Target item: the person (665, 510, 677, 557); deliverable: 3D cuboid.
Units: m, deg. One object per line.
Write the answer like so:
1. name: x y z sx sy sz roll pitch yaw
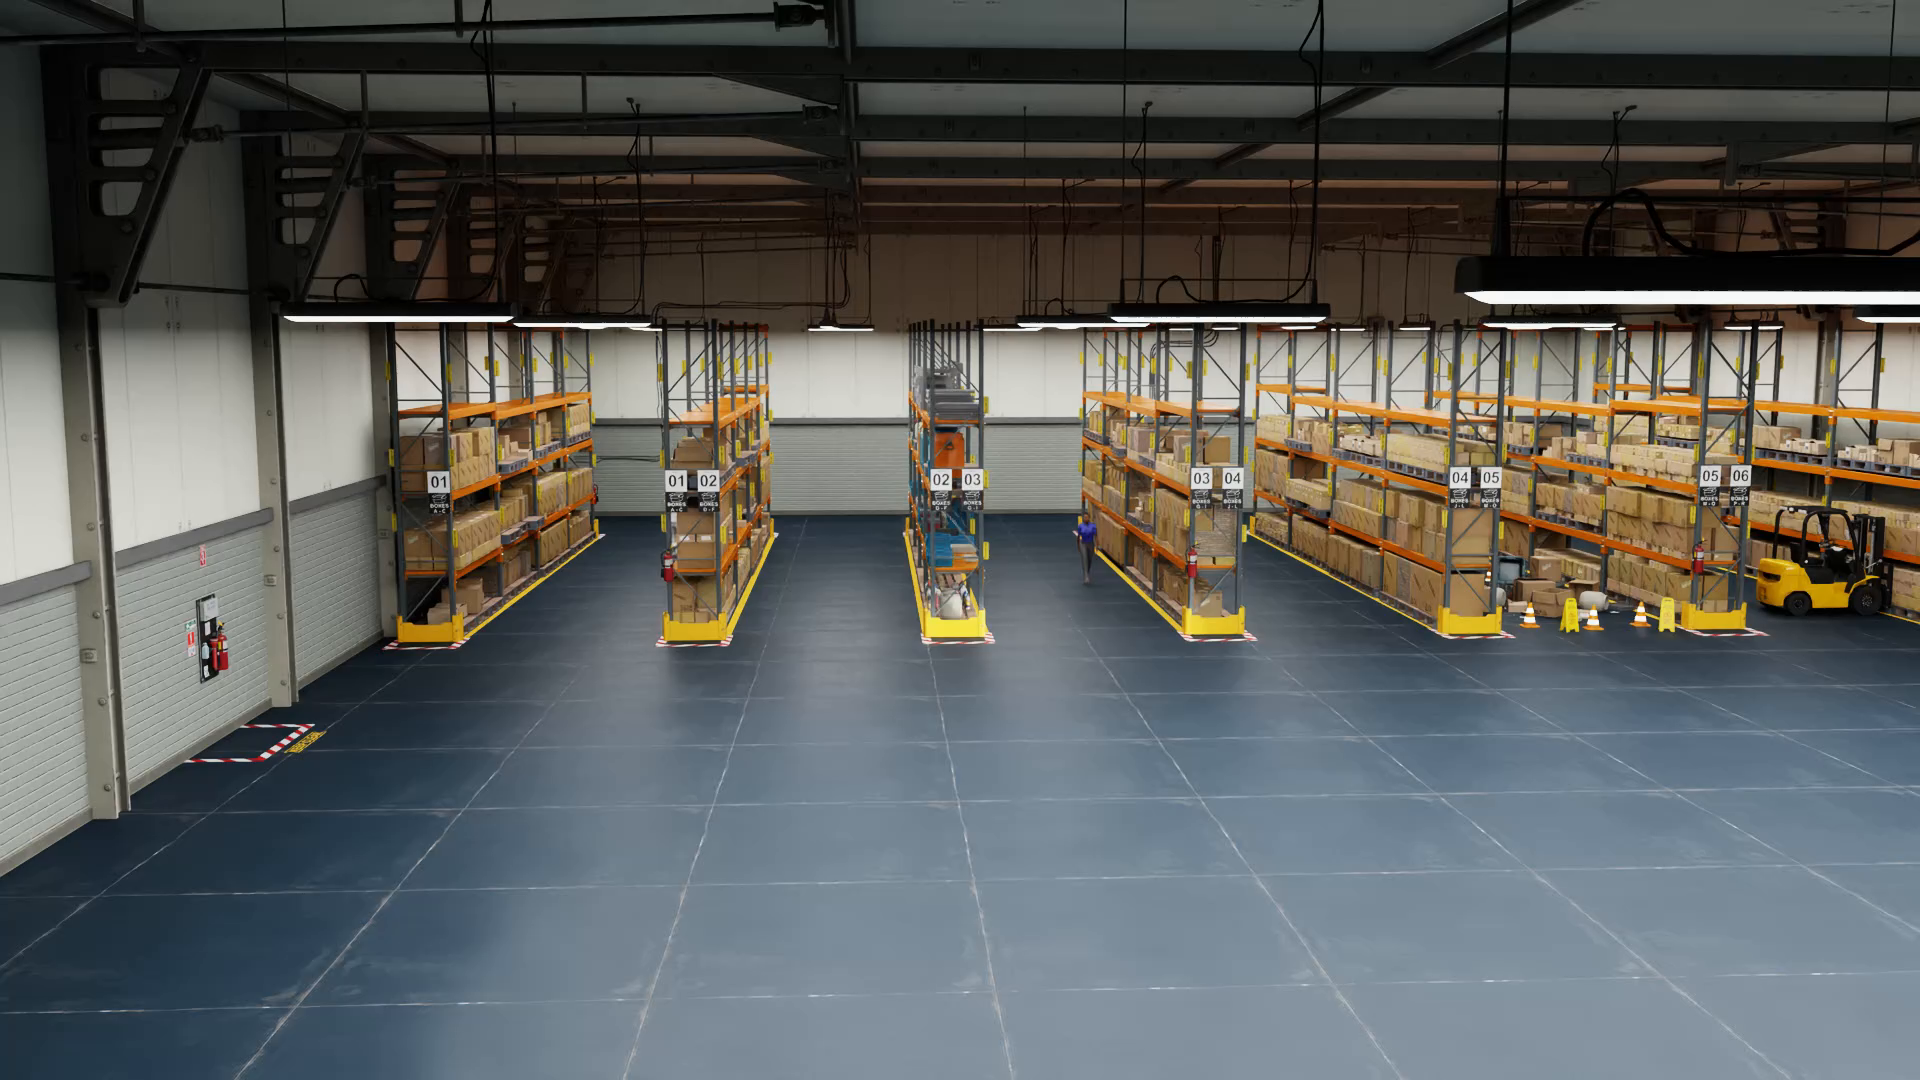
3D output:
1. person: -7.330 -0.438 42.779 0.592 1.789 0.520 3 8 20

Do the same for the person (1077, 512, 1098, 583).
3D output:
1. person: 2.970 0.146 38.617 0.452 1.595 1.033 -1 7 -6
